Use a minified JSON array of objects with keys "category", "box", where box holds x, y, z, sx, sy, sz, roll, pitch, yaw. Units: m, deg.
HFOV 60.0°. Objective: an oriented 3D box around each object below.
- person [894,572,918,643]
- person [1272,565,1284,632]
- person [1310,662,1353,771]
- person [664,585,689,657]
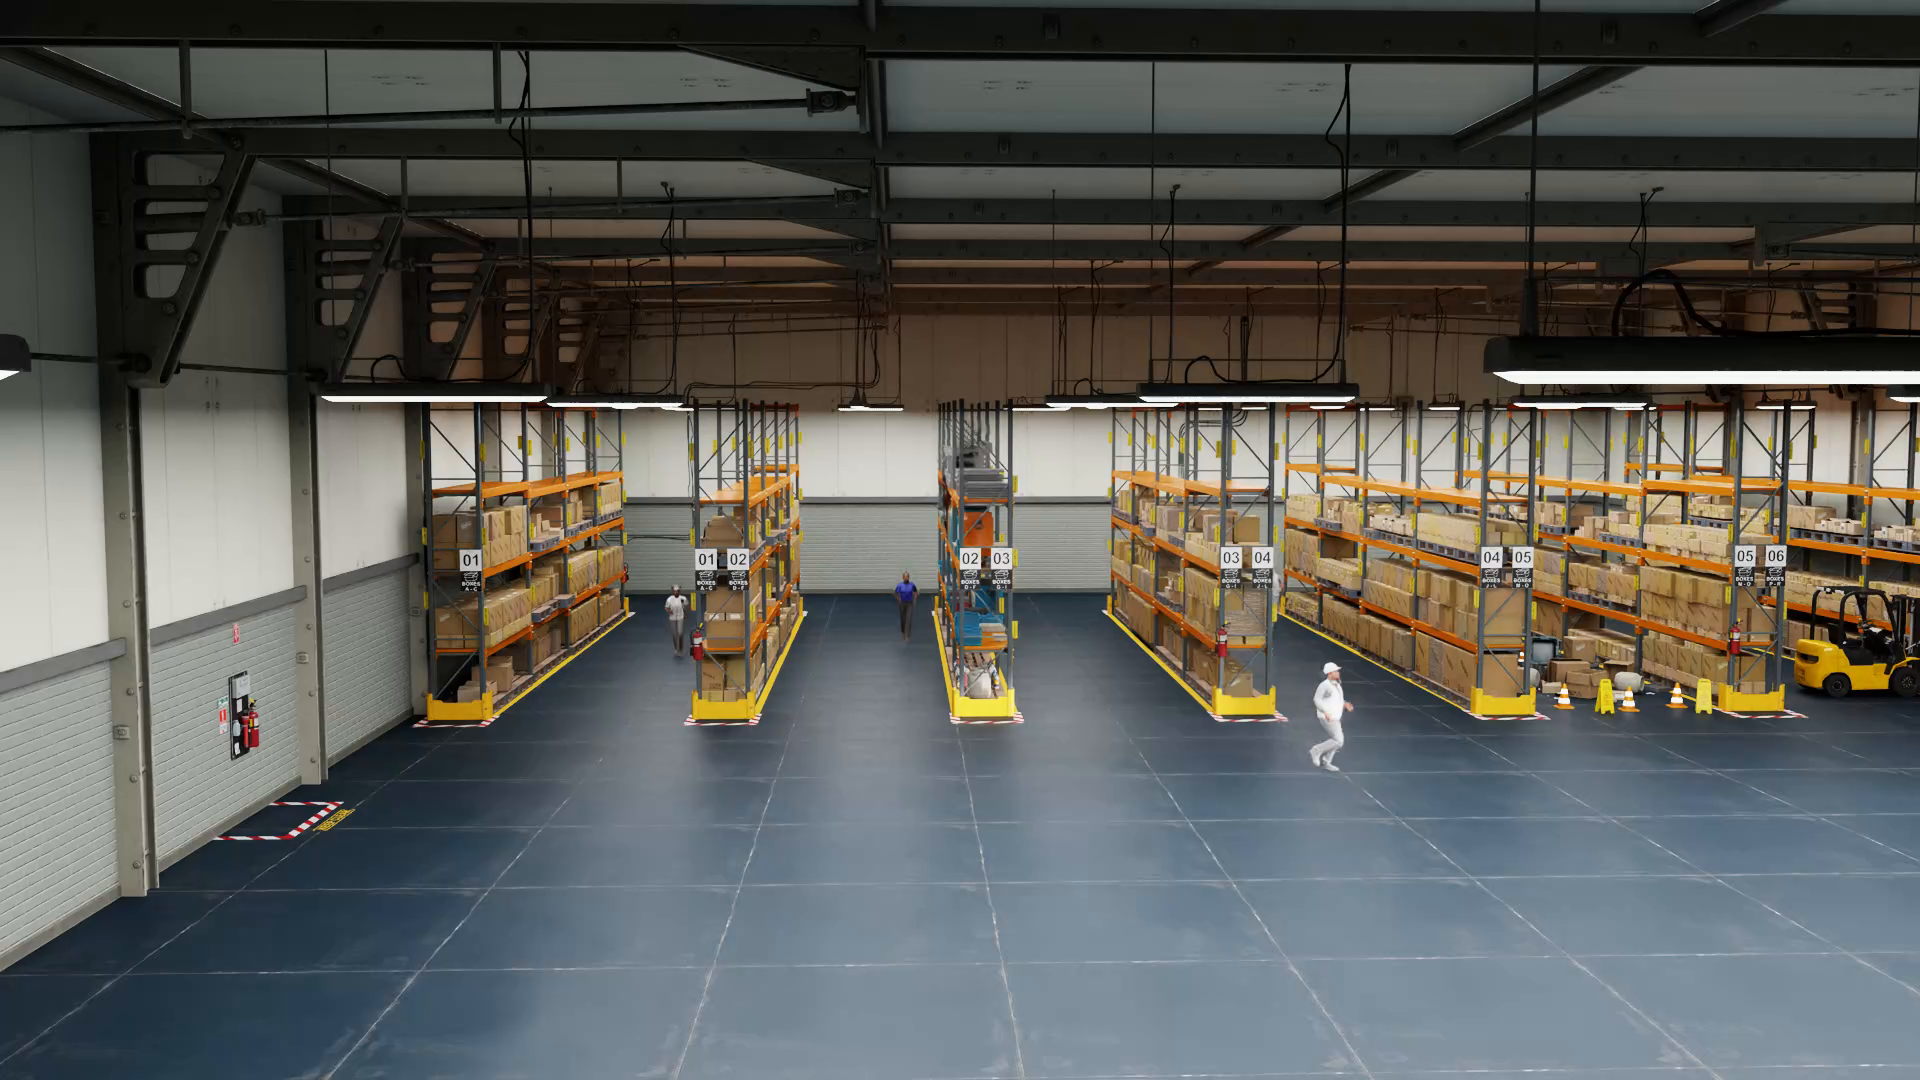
[{"category":"person","box":[-1.281,1.601,39.813,0.585,1.662,0.711,0,4,-6]},{"category":"person","box":[8.255,1.507,44.002,0.647,1.777,0.803,0,4,4]},{"category":"person","box":[5.975,2.833,26.695,0.610,1.743,0.652,3,5,32]},{"category":"person","box":[-6.687,1.916,39.263,0.566,1.746,0.727,0,4,-5]}]
